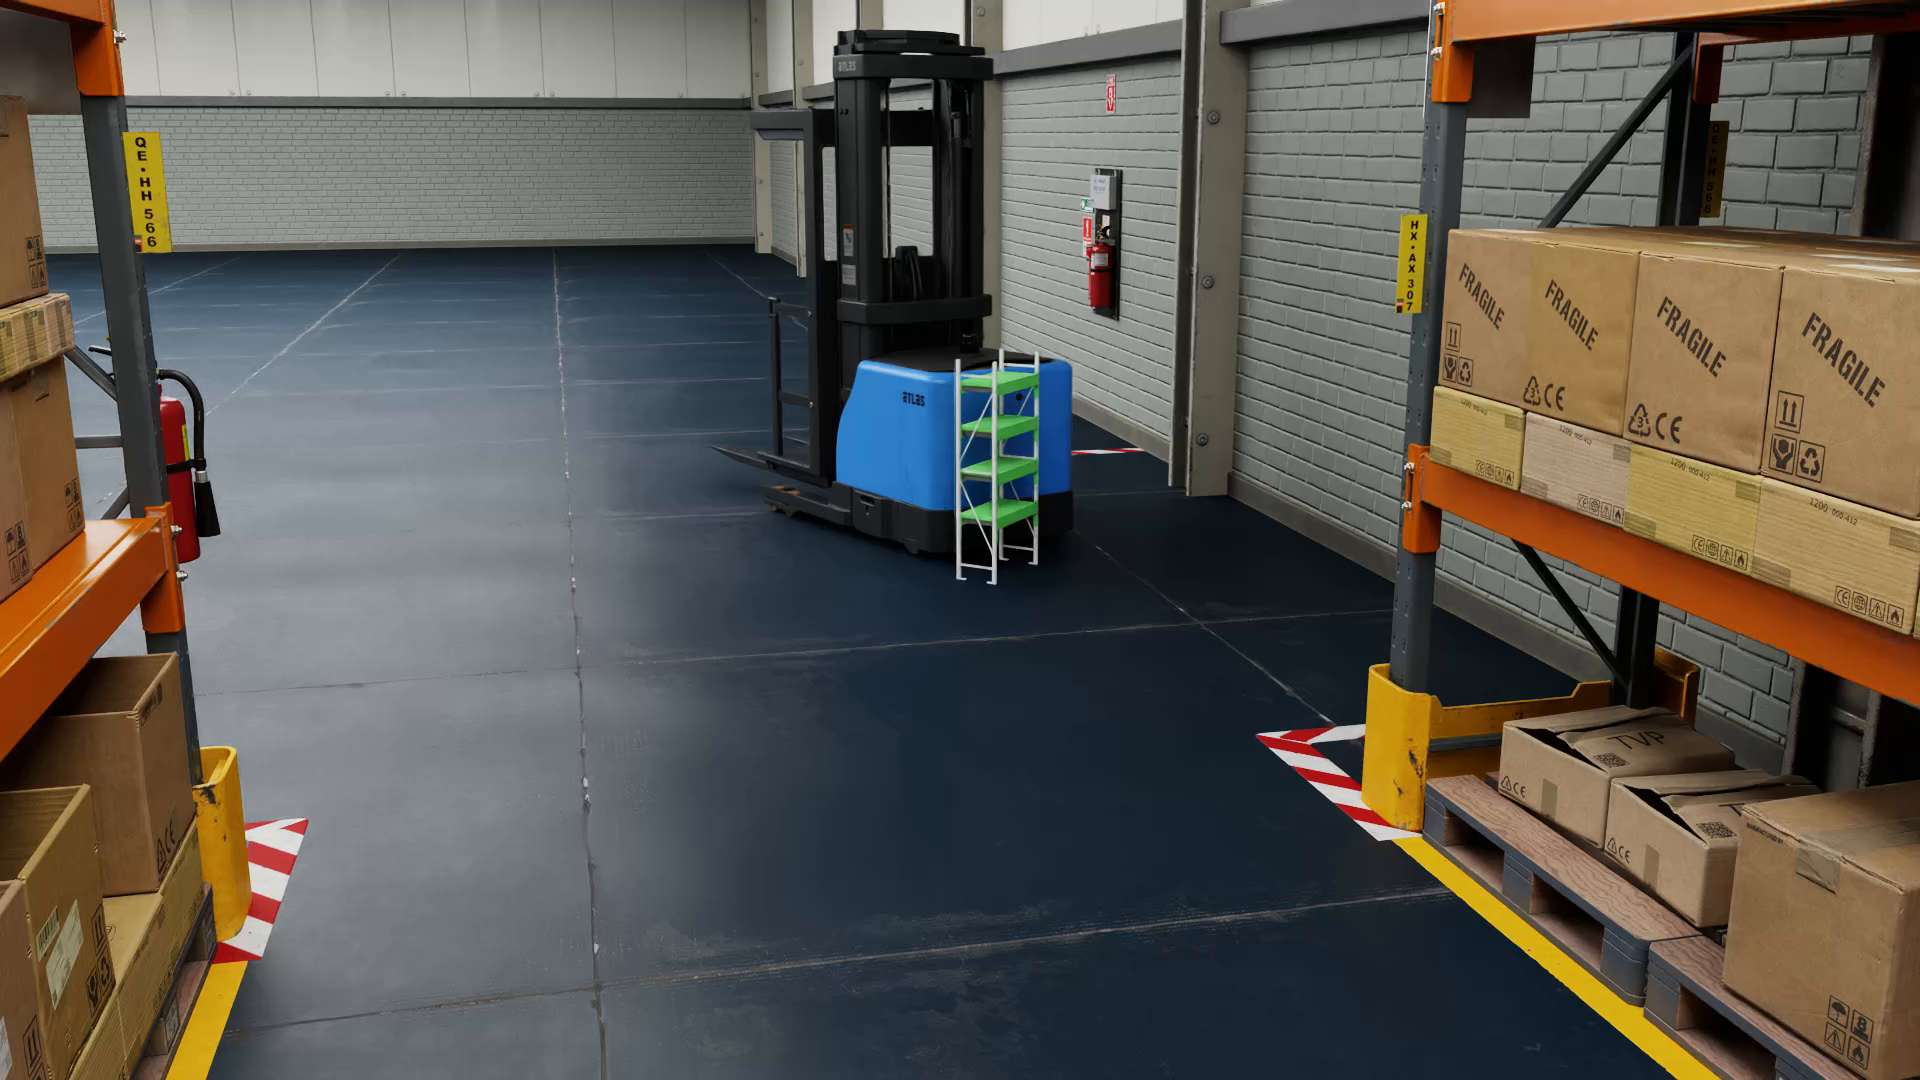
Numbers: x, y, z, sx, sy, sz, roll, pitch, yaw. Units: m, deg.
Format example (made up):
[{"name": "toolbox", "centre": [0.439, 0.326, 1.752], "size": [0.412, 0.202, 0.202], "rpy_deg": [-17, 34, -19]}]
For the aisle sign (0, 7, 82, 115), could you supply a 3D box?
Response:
[{"name": "aisle sign", "centre": [-2.506, -1.548, 4.466], "size": [0.394, 0.787, 0.004], "rpy_deg": [-3, 14, -13]}]

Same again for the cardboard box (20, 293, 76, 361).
[{"name": "cardboard box", "centre": [-2.502, -0.540, 4.240], "size": [0.380, 0.149, 0.250], "rpy_deg": [-4, 14, -14]}]

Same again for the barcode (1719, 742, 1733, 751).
[{"name": "barcode", "centre": [2.506, 0.704, 5.446], "size": [0.001, 0.075, 0.075], "rpy_deg": [-3, 14, -13]}]

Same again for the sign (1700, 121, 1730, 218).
[{"name": "sign", "centre": [2.582, -1.273, 5.712], "size": [0.100, 0.325, 0.005], "rpy_deg": [-3, 14, -13]}]

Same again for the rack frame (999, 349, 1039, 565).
[{"name": "rack frame", "centre": [0.328, -0.460, 9.278], "size": [0.240, 1.200, 0.015], "rpy_deg": [7, 16, 29]}]

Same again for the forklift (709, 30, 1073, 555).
[{"name": "forklift", "centre": [-0.604, -1.635, 10.442], "size": [1.130, 2.935, 3.031], "rpy_deg": [-10, 17, -35]}]

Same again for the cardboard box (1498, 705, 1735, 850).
[{"name": "cardboard box", "centre": [2.113, 0.726, 5.373], "size": [0.500, 0.311, 0.500], "rpy_deg": [-5, 15, -20]}]

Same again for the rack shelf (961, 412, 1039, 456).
[{"name": "rack shelf", "centre": [0.207, -0.580, 9.030], "size": [0.258, 0.148, 0.480], "rpy_deg": [7, 16, 29]}]

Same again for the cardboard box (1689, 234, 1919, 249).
[{"name": "cardboard box", "centre": [2.464, -0.618, 4.832], "size": [0.500, 0.500, 0.500], "rpy_deg": [-3, 14, -12]}]

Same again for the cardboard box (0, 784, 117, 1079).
[{"name": "cardboard box", "centre": [-2.112, 0.851, 3.454], "size": [0.500, 0.500, 0.500], "rpy_deg": [-3, 14, -13]}]

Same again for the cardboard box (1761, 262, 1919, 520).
[{"name": "cardboard box", "centre": [2.212, -0.353, 3.744], "size": [0.500, 0.500, 0.500], "rpy_deg": [-3, 14, -11]}]

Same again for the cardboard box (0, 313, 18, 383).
[{"name": "cardboard box", "centre": [-2.379, -0.421, 3.751], "size": [0.380, 0.149, 0.250], "rpy_deg": [-3, 14, -14]}]

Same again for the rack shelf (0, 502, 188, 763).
[{"name": "rack shelf", "centre": [-2.307, 0.557, 2.843], "size": [1.077, 0.370, 4.000], "rpy_deg": [-3, 14, -13]}]

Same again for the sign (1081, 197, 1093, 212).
[{"name": "sign", "centre": [1.053, -2.780, 13.796], "size": [0.001, 0.109, 0.331], "rpy_deg": [-3, 14, -13]}]

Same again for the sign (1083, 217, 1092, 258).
[{"name": "sign", "centre": [1.061, -2.525, 13.865], "size": [0.001, 0.329, 0.234], "rpy_deg": [-3, 14, -13]}]

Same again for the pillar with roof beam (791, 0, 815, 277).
[{"name": "pillar with roof beam", "centre": [-6.778, -8.629, 26.284], "size": [9.100, 9.000, 0.400], "rpy_deg": [-3, 14, -13]}]

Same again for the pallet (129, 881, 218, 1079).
[{"name": "pallet", "centre": [-2.556, 1.275, 4.264], "size": [1.003, 0.211, 1.213], "rpy_deg": [-3, 14, -13]}]

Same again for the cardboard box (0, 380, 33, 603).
[{"name": "cardboard box", "centre": [-2.551, -0.073, 3.696], "size": [0.700, 0.500, 0.500], "rpy_deg": [-3, 14, -12]}]

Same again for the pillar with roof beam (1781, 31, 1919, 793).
[{"name": "pillar with roof beam", "centre": [-1.142, -3.092, 3.622], "size": [9.100, 9.000, 0.400], "rpy_deg": [-3, 14, -13]}]

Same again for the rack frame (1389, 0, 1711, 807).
[{"name": "rack frame", "centre": [2.038, -0.531, 5.780], "size": [1.000, 3.000, 0.127], "rpy_deg": [-3, 14, -13]}]

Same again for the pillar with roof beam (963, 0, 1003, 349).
[{"name": "pillar with roof beam", "centre": [-3.960, -5.860, 14.953], "size": [9.100, 9.000, 0.400], "rpy_deg": [-3, 14, -13]}]

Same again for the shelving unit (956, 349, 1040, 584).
[{"name": "shelving unit", "centre": [0.208, -0.409, 9.072], "size": [0.258, 1.200, 0.503], "rpy_deg": [7, 16, 29]}]

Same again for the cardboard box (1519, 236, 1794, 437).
[{"name": "cardboard box", "centre": [1.964, -0.591, 4.718], "size": [0.500, 0.500, 0.500], "rpy_deg": [-3, 14, -13]}]

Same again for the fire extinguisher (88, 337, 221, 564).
[{"name": "fire extinguisher", "centre": [-2.353, -0.269, 4.873], "size": [0.296, 0.674, 0.183], "rpy_deg": [-3, 14, -13]}]

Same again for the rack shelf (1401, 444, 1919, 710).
[{"name": "rack shelf", "centre": [2.507, 0.280, 3.976], "size": [1.077, 0.370, 4.000], "rpy_deg": [-3, 14, -13]}]

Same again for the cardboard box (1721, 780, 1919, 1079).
[{"name": "cardboard box", "centre": [2.370, 0.938, 4.108], "size": [0.700, 0.500, 0.500], "rpy_deg": [-4, 14, -17]}]

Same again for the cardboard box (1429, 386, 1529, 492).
[{"name": "cardboard box", "centre": [1.844, -0.337, 5.262], "size": [0.500, 0.250, 0.500], "rpy_deg": [-4, 14, -15]}]

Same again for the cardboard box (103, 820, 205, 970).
[{"name": "cardboard box", "centre": [-2.363, 0.985, 4.483], "size": [0.500, 0.250, 0.500], "rpy_deg": [-3, 14, -13]}]

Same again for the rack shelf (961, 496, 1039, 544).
[{"name": "rack shelf", "centre": [0.209, -0.114, 9.143], "size": [0.258, 0.148, 0.480], "rpy_deg": [7, 16, 29]}]

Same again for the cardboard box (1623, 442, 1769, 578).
[{"name": "cardboard box", "centre": [2.093, -0.101, 4.292], "size": [0.500, 0.250, 0.500], "rpy_deg": [-4, 14, -14]}]

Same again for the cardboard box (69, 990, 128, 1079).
[{"name": "cardboard box", "centre": [-2.115, 1.215, 3.542], "size": [0.500, 0.250, 0.500], "rpy_deg": [-3, 14, -13]}]

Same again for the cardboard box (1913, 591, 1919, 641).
[{"name": "cardboard box", "centre": [2.329, 0.132, 3.340], "size": [0.500, 0.250, 0.500], "rpy_deg": [-3, 14, -13]}]

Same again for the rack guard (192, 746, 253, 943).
[{"name": "rack guard", "centre": [-2.782, 0.955, 4.965], "size": [1.175, 0.500, 0.348], "rpy_deg": [-3, 14, -13]}]
